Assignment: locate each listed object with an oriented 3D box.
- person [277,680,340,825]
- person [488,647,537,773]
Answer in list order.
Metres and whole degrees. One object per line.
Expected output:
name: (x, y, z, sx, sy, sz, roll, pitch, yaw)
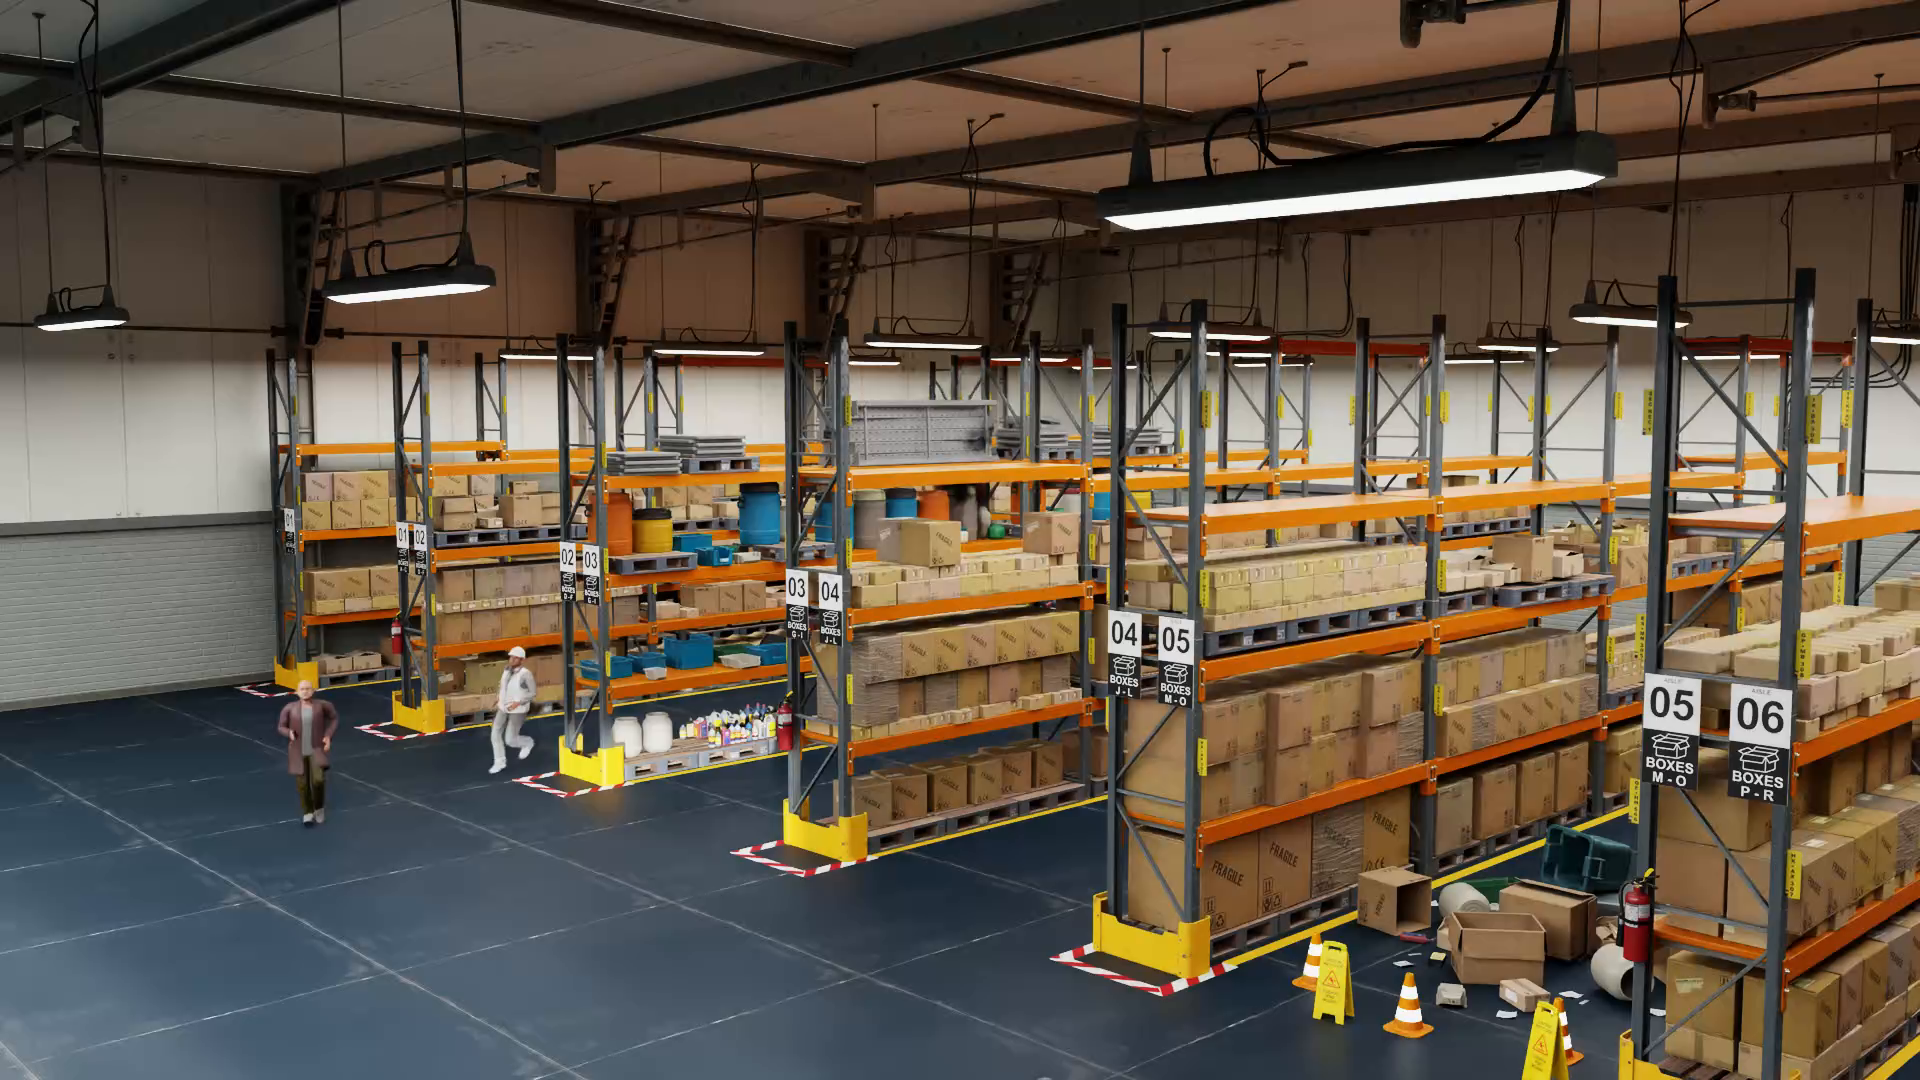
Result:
person: (-7.812, 2.565, 19.942, 0.694, 1.762, 0.673, -2, 5, -18)
person: (-6.136, 2.334, 23.010, 0.699, 1.748, 0.727, 3, 6, 29)
